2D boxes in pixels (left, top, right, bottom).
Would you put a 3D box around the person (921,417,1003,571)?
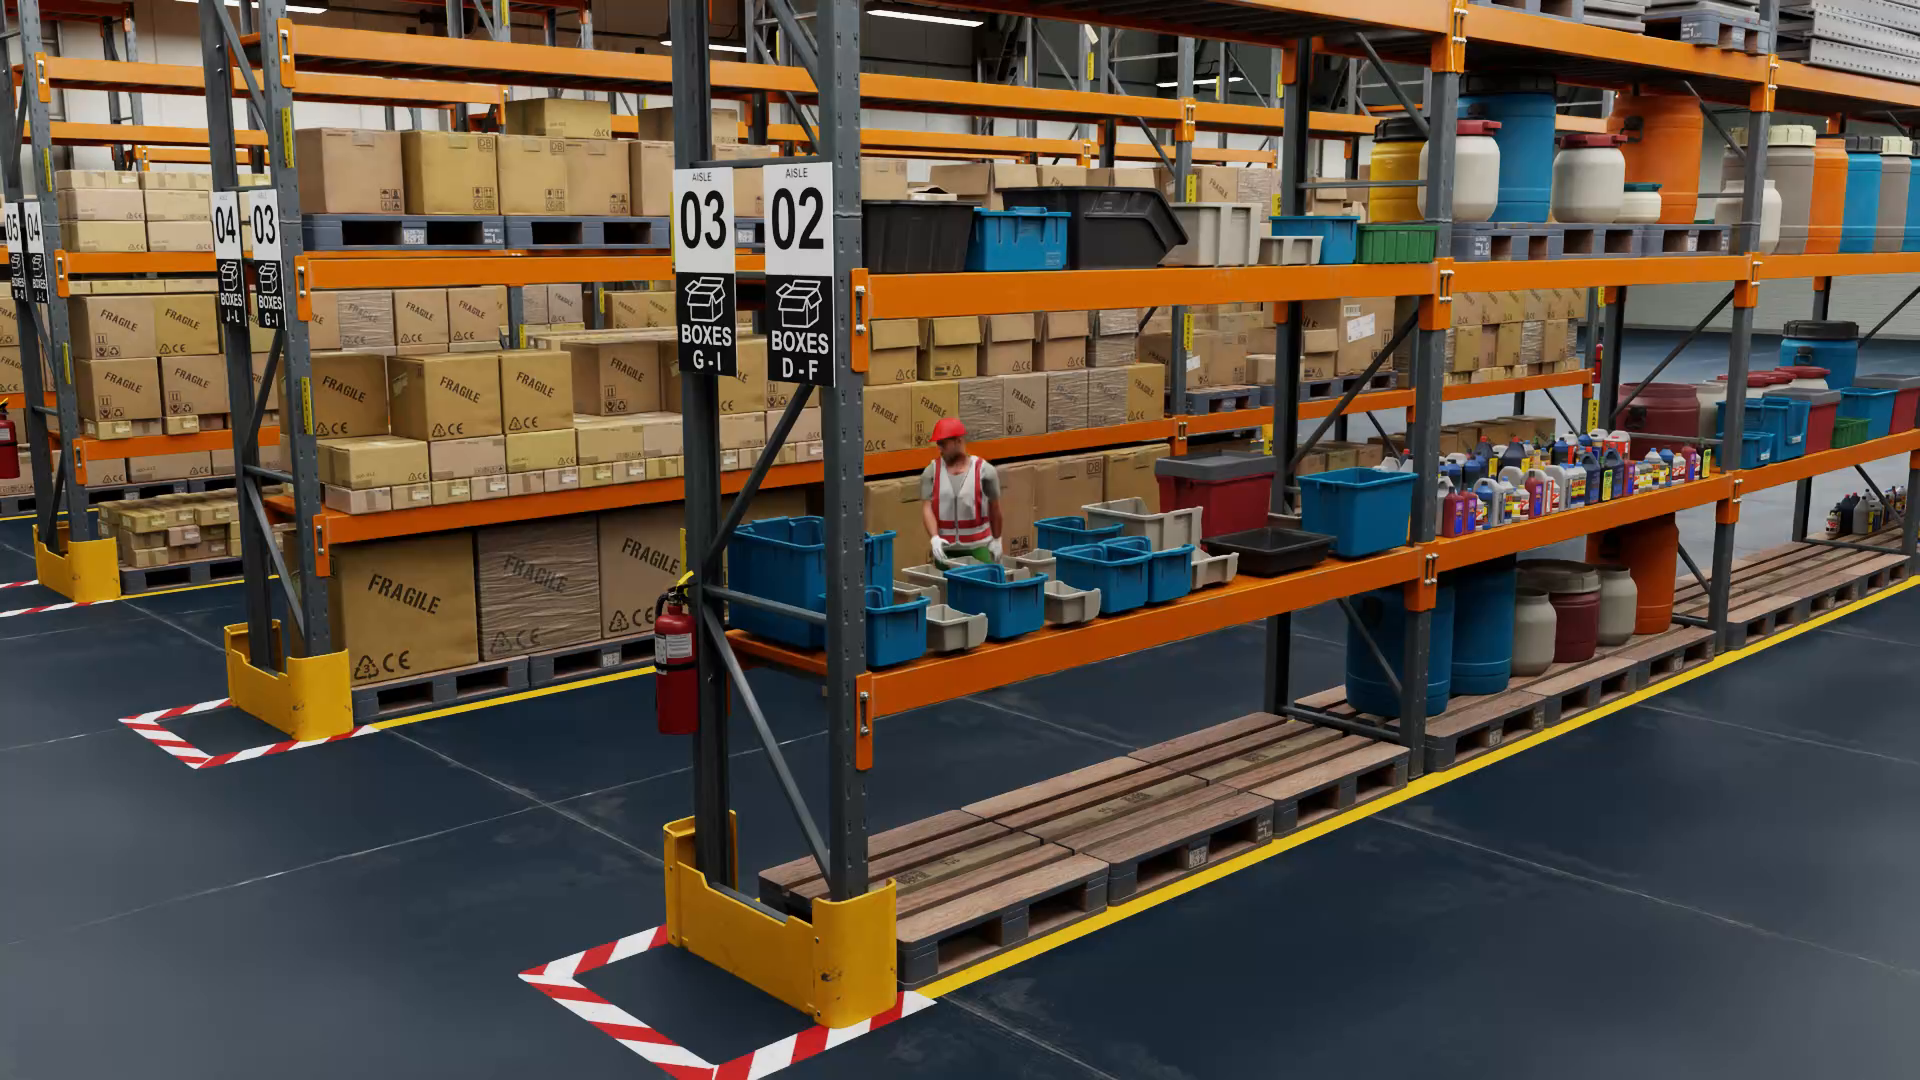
[{"bbox_3d":[0.025,0.049,11.147,0.579,1.745,0.879,2,11,10],"label":"person"}]
